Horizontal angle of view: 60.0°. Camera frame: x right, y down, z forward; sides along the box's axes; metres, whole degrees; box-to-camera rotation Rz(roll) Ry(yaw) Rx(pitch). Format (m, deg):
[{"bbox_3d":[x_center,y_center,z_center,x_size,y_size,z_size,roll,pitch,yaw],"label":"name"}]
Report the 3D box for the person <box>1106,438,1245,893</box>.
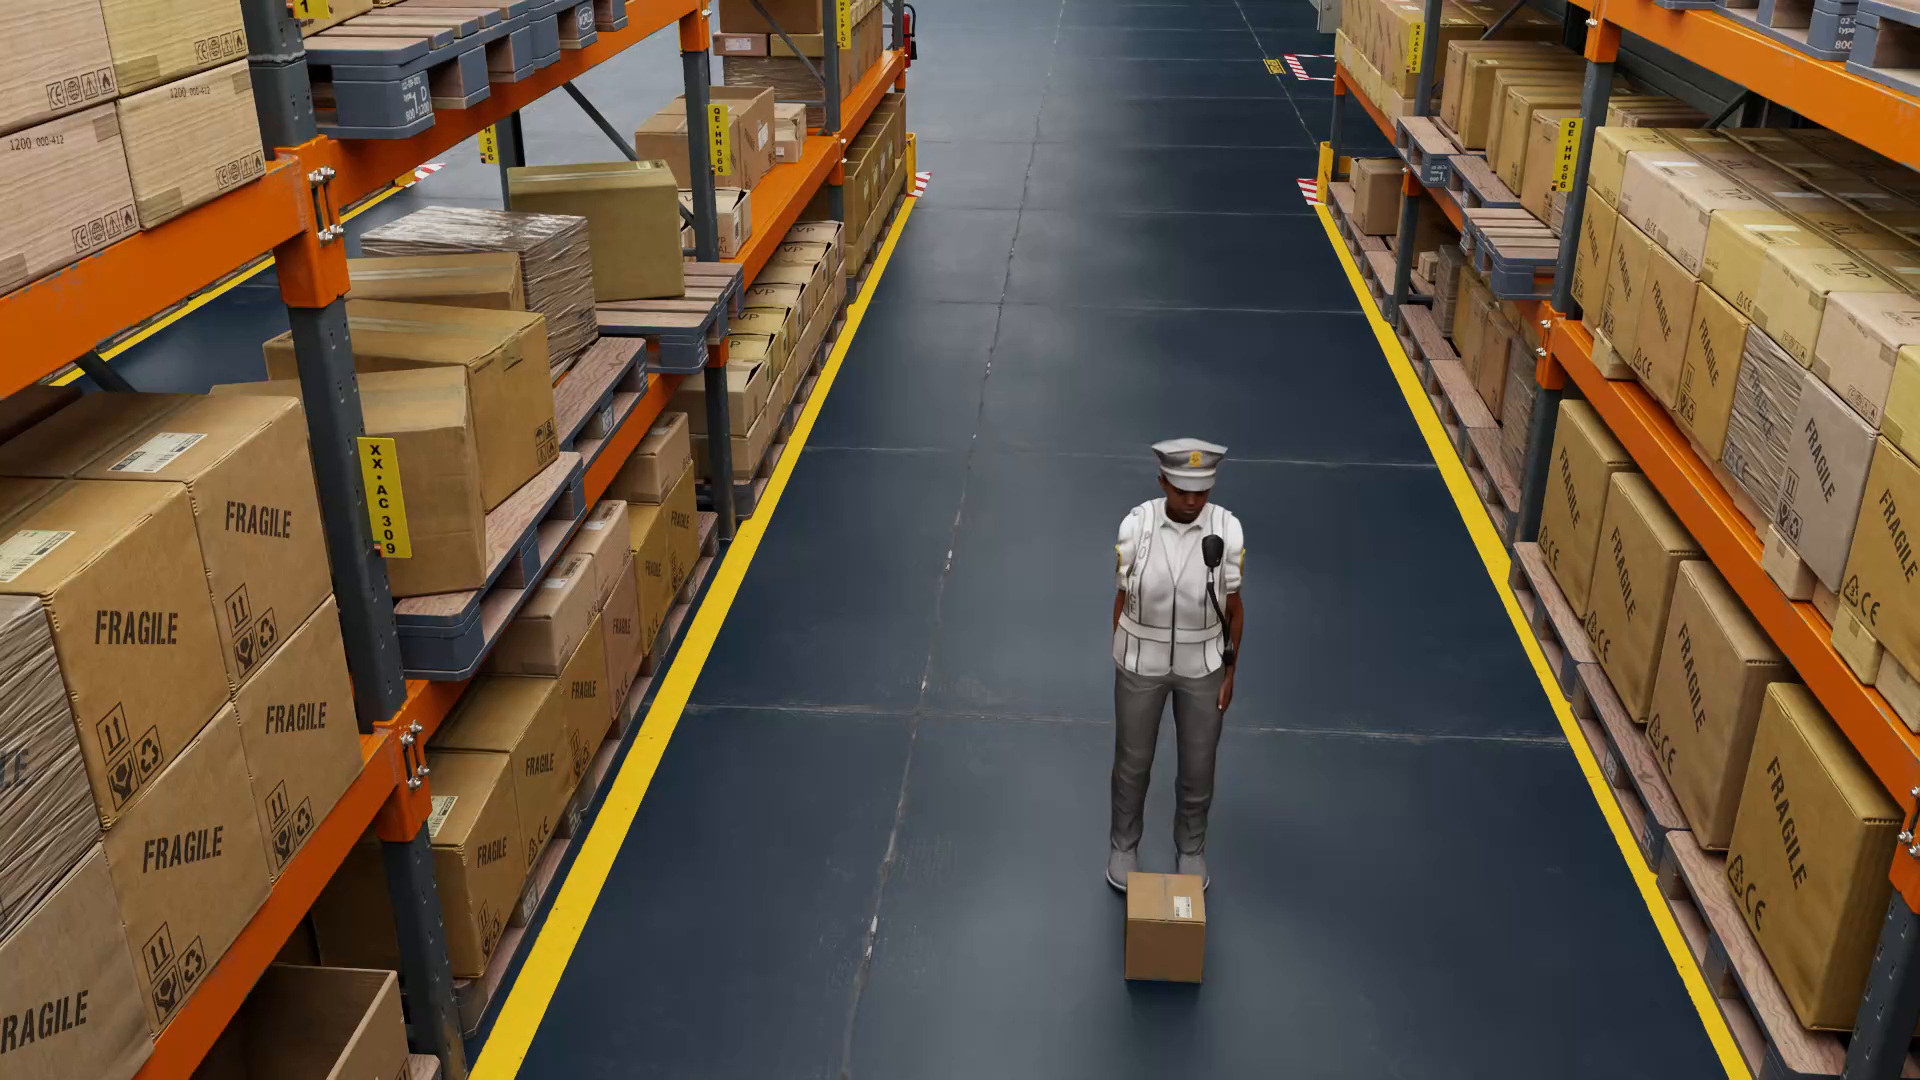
[{"bbox_3d":[0.730,0.438,5.647,0.437,1.671,0.341,2,25,5],"label":"person"}]
